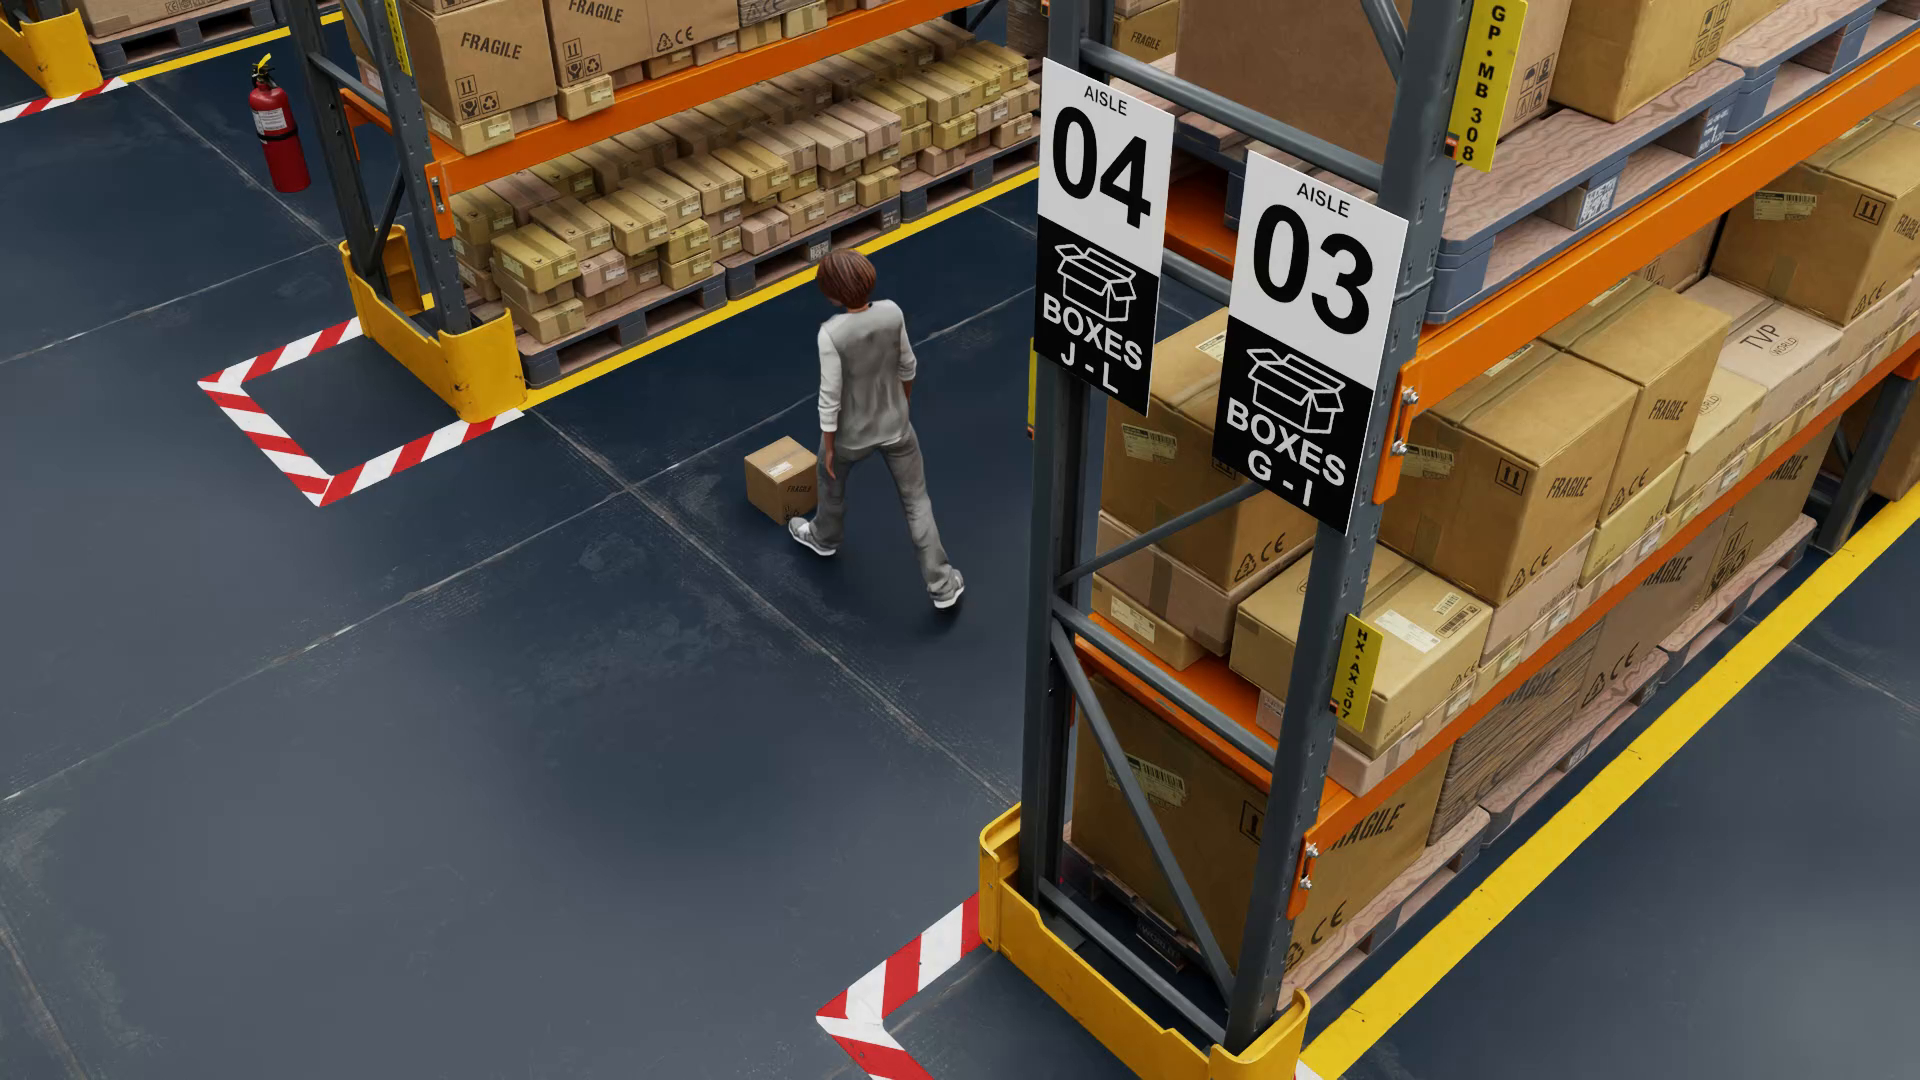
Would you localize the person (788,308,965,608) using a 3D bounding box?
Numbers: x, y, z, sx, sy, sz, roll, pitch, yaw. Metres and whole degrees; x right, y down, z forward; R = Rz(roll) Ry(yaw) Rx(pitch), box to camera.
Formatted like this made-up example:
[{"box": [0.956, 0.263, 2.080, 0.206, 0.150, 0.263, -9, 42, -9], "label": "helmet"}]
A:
[{"box": [-0.342, -0.376, 6.787, 0.555, 1.313, 0.848, -17, 43, -19], "label": "person"}]
